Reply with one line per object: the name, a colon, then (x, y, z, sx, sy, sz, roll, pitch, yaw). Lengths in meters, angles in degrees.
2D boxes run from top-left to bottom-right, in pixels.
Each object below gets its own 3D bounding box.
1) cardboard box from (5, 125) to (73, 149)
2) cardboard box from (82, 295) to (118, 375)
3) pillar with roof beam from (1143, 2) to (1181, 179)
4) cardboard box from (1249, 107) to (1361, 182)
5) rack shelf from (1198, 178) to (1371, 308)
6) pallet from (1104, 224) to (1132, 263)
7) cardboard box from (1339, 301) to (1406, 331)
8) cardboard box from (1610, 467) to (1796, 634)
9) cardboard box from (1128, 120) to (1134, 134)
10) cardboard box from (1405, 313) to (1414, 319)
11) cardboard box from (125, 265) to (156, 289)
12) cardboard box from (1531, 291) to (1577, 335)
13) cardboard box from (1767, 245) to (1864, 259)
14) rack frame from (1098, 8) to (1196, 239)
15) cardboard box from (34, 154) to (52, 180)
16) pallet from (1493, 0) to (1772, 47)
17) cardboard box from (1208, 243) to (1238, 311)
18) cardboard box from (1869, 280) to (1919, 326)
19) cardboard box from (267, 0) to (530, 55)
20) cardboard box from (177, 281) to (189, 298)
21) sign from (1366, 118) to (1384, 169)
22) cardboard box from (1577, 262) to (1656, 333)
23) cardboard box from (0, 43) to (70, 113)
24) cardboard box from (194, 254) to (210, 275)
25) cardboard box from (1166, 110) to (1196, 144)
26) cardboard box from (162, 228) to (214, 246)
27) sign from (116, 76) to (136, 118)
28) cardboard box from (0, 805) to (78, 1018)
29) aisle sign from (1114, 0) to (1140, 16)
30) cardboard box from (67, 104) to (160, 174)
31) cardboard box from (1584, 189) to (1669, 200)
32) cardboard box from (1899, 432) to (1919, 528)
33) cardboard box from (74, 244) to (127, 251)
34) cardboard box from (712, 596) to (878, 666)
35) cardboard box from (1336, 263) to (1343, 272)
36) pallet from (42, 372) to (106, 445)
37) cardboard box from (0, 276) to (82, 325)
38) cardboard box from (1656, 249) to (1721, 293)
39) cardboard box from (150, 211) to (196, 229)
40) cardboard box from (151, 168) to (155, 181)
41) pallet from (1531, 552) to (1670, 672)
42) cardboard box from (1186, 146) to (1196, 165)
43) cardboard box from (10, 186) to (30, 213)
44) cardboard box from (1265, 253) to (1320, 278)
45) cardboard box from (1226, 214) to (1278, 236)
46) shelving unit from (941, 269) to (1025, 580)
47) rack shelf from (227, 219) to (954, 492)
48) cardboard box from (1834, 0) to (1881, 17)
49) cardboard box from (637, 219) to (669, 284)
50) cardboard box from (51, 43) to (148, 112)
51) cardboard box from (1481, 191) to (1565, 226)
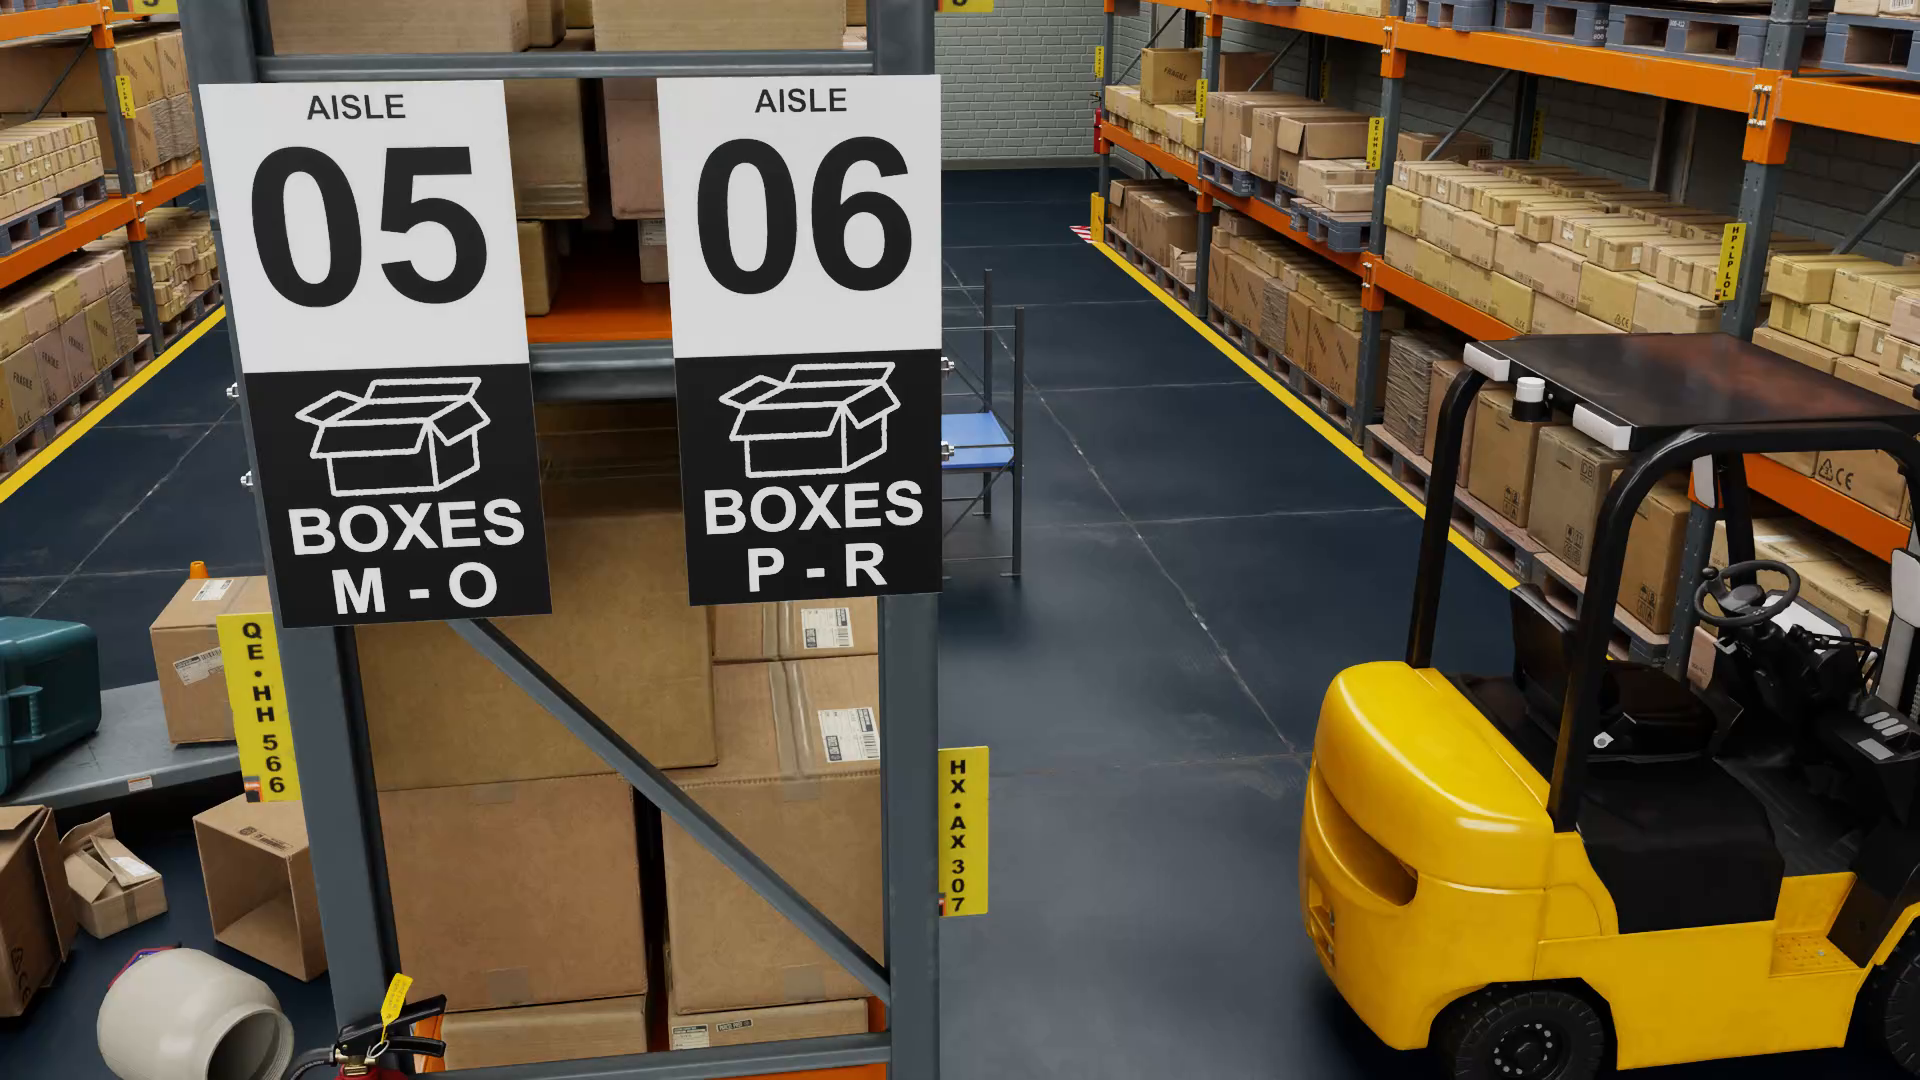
cardboard box: (-6.826, -2.981, 12.319, 0.380, 0.149, 0.250, -4, 21, -9)
cardboard box: (-6.722, -1.539, 12.523, 0.500, 0.500, 0.500, -3, 21, -9)
pillar with roof beam: (-1.690, -8.428, 19.421, 9.100, 9.000, 0.400, -3, 21, -8)
cardboard box: (2.679, -3.085, 12.946, 0.700, 0.500, 0.500, -3, 21, -8)
rack shelf: (2.931, -2.442, 12.995, 1.077, 0.370, 4.000, -3, 21, -8)
pallet: (2.193, -3.247, 18.110, 1.003, 0.211, 1.213, -3, 21, -8)
cardboard box: (2.898, -1.574, 11.689, 0.380, 0.149, 0.250, -4, 21, -10)
cardboard box: (3.710, 0.034, 8.131, 0.875, 0.625, 0.625, -2, 21, -5)
cardboard box: (1.973, -4.345, 17.422, 0.380, 0.149, 0.250, -2, 21, -6)
cardboard box: (3.385, -1.443, 12.265, 0.500, 0.500, 0.500, -3, 21, -8)
cardboard box: (-6.997, -2.205, 13.956, 0.380, 0.149, 0.250, -2, 21, -6)
cardboard box: (3.345, -1.140, 8.695, 0.500, 0.250, 0.500, -3, 21, -7)
cardboard box: (3.971, -1.280, 7.786, 0.380, 0.149, 0.250, -4, 21, -10)
rack frame: (2.066, -4.856, 18.431, 1.000, 3.000, 0.127, -3, 21, -8)
cardboard box: (-6.747, -2.664, 11.895, 0.380, 0.149, 0.250, -4, 21, -11)
pallet: (3.570, -2.786, 8.870, 1.003, 0.211, 1.213, -2, 21, -5)
cardboard box: (2.490, -2.318, 14.608, 0.500, 0.500, 0.500, -2, 21, -5)
cardboard box: (3.721, -0.892, 6.323, 0.380, 0.149, 0.250, -3, 21, -9)
cardboard box: (-0.879, -0.828, 2.578, 0.380, 0.149, 0.250, -3, 21, -7)
cardboard box: (-7.098, -2.199, 14.792, 0.380, 0.149, 0.250, -3, 21, -9)
sign: (2.684, -2.561, 10.744, 0.100, 0.325, 0.005, -3, 21, -8)
cardboard box: (3.391, -1.200, 8.142, 0.500, 0.250, 0.500, -3, 21, -9)
cardboard box: (-7.487, -3.739, 13.442, 0.500, 0.500, 0.500, -4, 21, -10)
cardboard box: (-7.110, -2.523, 15.234, 0.380, 0.149, 0.250, -3, 21, -8)
cardboard box: (2.241, -3.877, 15.599, 0.500, 0.250, 0.500, -3, 21, -8)
cardboard box: (-7.262, -2.836, 15.647, 0.380, 0.149, 0.250, -4, 21, -10)
sign: (-6.603, -3.507, 13.163, 0.100, 0.325, 0.005, -3, 21, -8)
cardboard box: (-3.440, 1.237, 5.490, 0.797, 0.637, 0.503, -3, 21, -8)
aisle sign: (1.766, -6.083, 18.000, 0.394, 0.787, 0.004, -3, 21, -8)
cardboard box: (-6.974, -3.305, 13.711, 0.500, 0.500, 0.500, -3, 21, -9)
cardboard box: (3.776, -1.899, 9.443, 0.380, 0.149, 0.250, -3, 21, -9)
cardboard box: (3.767, -0.227, 5.893, 0.500, 0.500, 0.500, -3, 21, -8)
cardboard box: (-7.671, -2.540, 14.854, 0.380, 0.149, 0.250, -4, 21, -10)
cardboard box: (-0.410, 0.392, 3.812, 0.500, 0.500, 0.500, -2, 21, -6)
cardboard box: (3.217, -2.153, 13.238, 0.380, 0.149, 0.250, -4, 21, -10)
pallet: (-6.859, -0.936, 11.920, 1.003, 0.211, 1.213, -3, 21, -8)
cardboard box: (-6.643, -1.706, 11.897, 0.500, 0.250, 0.500, -4, 21, -10)
cardboard box: (3.472, -1.248, 7.699, 0.380, 0.149, 0.250, -3, 21, -9)
cardboard box: (-7.831, -3.172, 16.545, 0.380, 0.149, 0.250, -3, 21, -7)
cardboard box: (-7.070, -3.107, 14.107, 0.380, 0.149, 0.250, -4, 21, -10)
pallet: (3.651, 0.352, 8.472, 1.003, 0.211, 1.213, -3, 21, -8)
cardboard box: (2.288, -3.540, 15.267, 0.380, 0.149, 0.250, -2, 21, -6)
cardboard box: (-6.669, -2.343, 11.462, 0.380, 0.149, 0.250, -4, 21, -10)
cardboard box: (2.682, -2.214, 13.403, 0.380, 0.149, 0.250, -2, 21, -6)
cardboard box: (2.516, -2.715, 14.318, 0.380, 0.149, 0.250, -4, 21, -10)
shelving unit: (0.012, -0.673, 9.375, 0.538, 1.500, 1.048, -3, 21, -8)
rack shelf: (-0.827, -0.825, 4.380, 1.077, 0.370, 4.000, -3, 21, -8)
cardboard box: (3.560, -2.062, 6.278, 0.380, 0.149, 0.250, -2, 21, -7)
cardboard box: (-0.391, -0.570, 3.027, 0.380, 0.149, 0.250, -4, 21, -9)
cardboard box: (-6.976, -3.758, 13.494, 0.500, 0.500, 0.500, -2, 21, -6)
cardboard box: (3.171, -1.865, 9.354, 0.380, 0.149, 0.250, -2, 21, -7)
